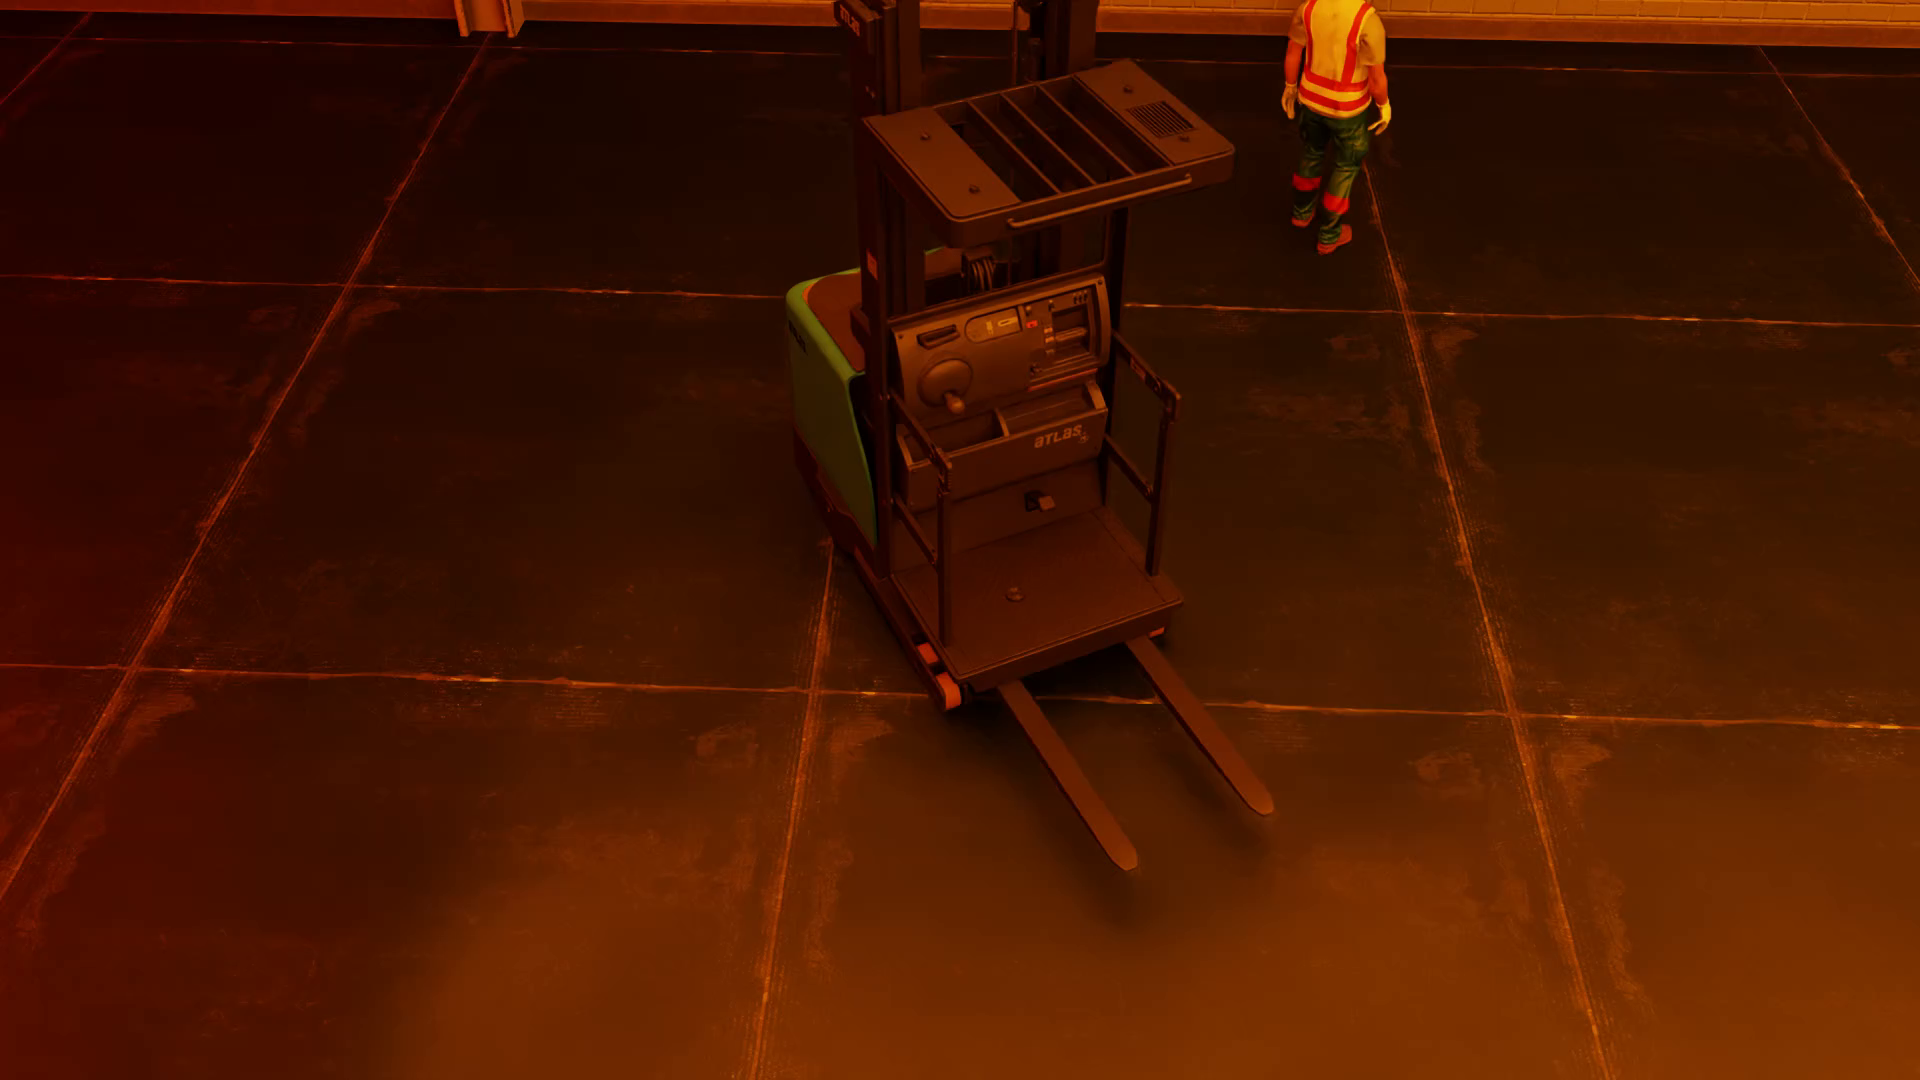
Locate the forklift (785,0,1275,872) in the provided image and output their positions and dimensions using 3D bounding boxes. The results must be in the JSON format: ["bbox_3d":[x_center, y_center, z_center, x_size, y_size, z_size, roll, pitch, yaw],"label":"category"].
[{"bbox_3d":[0.272,-0.695,6.504,1.130,2.935,3.031,-18,45,-18],"label":"forklift"}]

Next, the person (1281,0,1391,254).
[{"bbox_3d":[2.143,-2.478,9.330,0.631,1.811,0.500,30,50,29],"label":"person"}]
